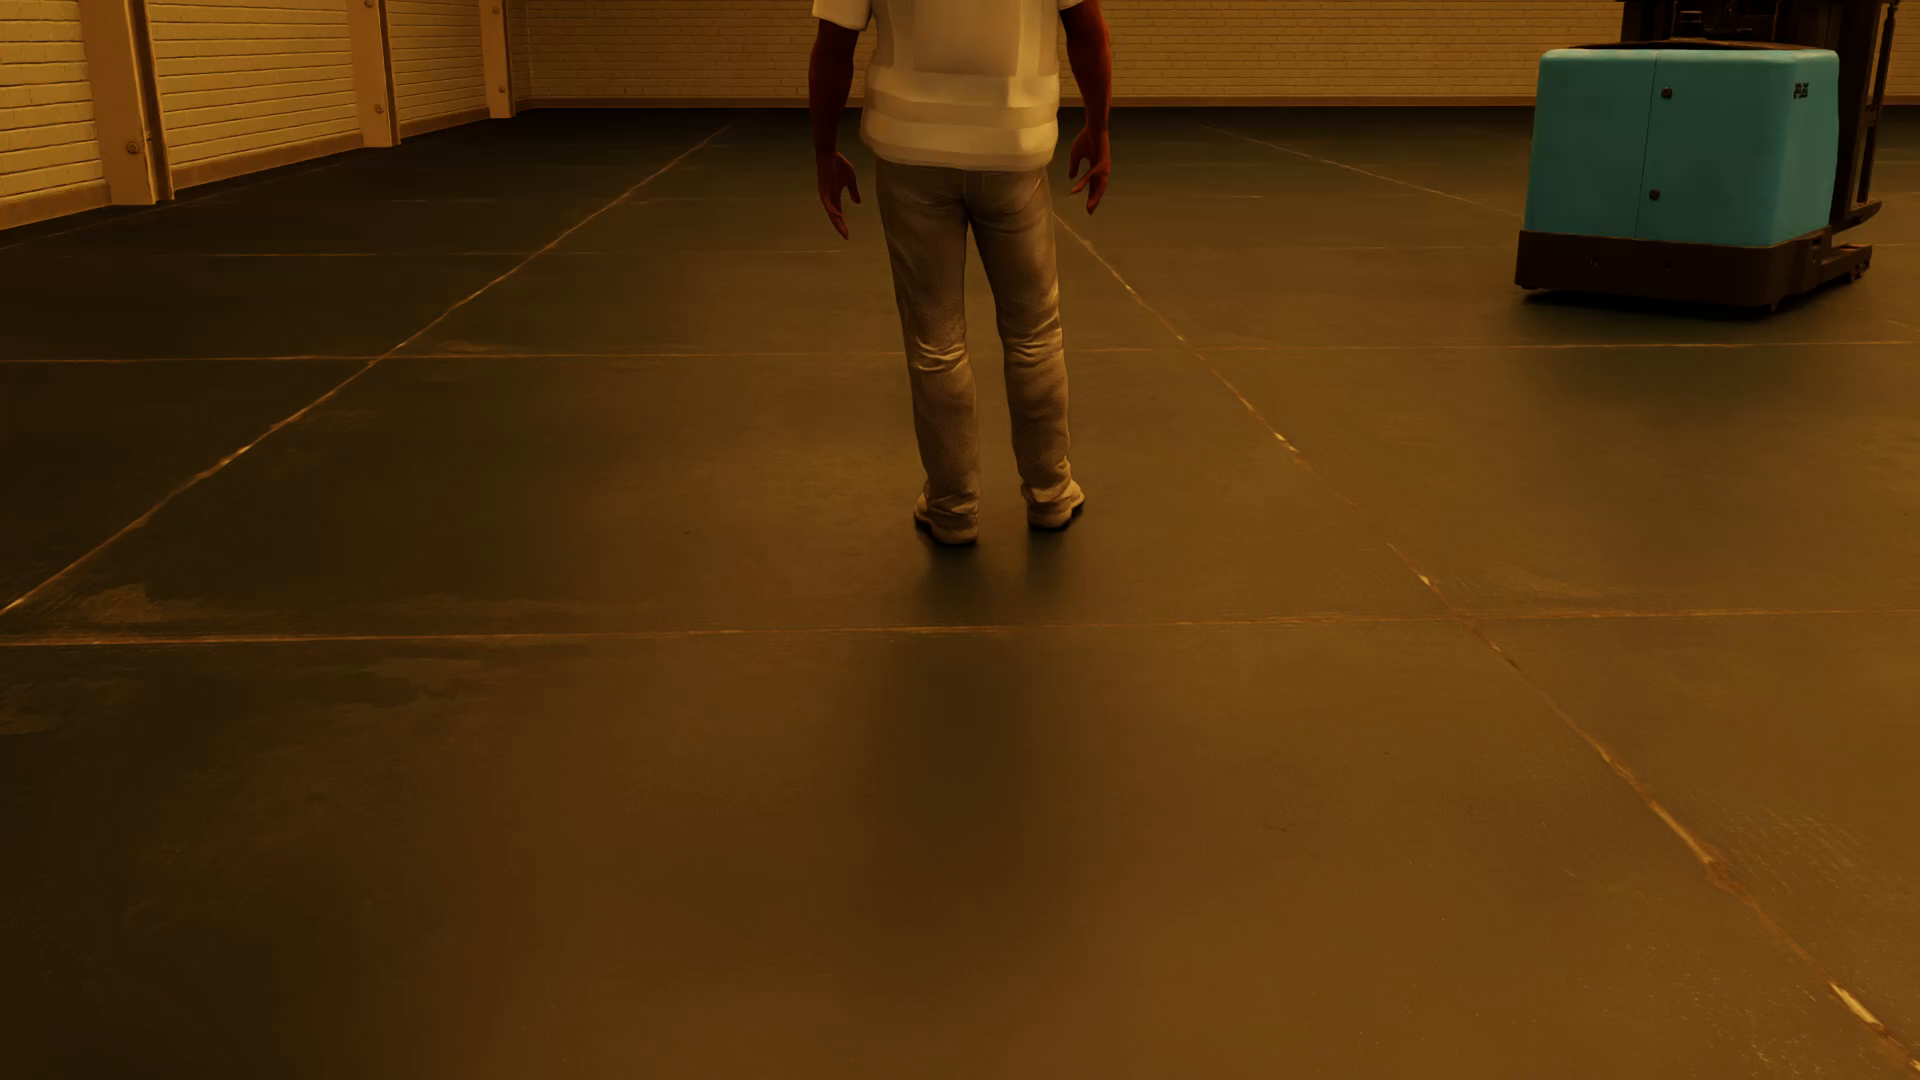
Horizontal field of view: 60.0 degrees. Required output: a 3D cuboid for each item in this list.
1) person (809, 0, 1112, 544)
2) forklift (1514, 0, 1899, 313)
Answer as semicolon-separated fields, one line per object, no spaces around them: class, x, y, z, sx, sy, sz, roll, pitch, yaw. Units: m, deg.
person;0.003;-0.872;3.724;0.665;1.765;0.577;-1;17;-3
forklift;3.785;-2.711;7.770;1.130;2.935;3.031;13;21;37
